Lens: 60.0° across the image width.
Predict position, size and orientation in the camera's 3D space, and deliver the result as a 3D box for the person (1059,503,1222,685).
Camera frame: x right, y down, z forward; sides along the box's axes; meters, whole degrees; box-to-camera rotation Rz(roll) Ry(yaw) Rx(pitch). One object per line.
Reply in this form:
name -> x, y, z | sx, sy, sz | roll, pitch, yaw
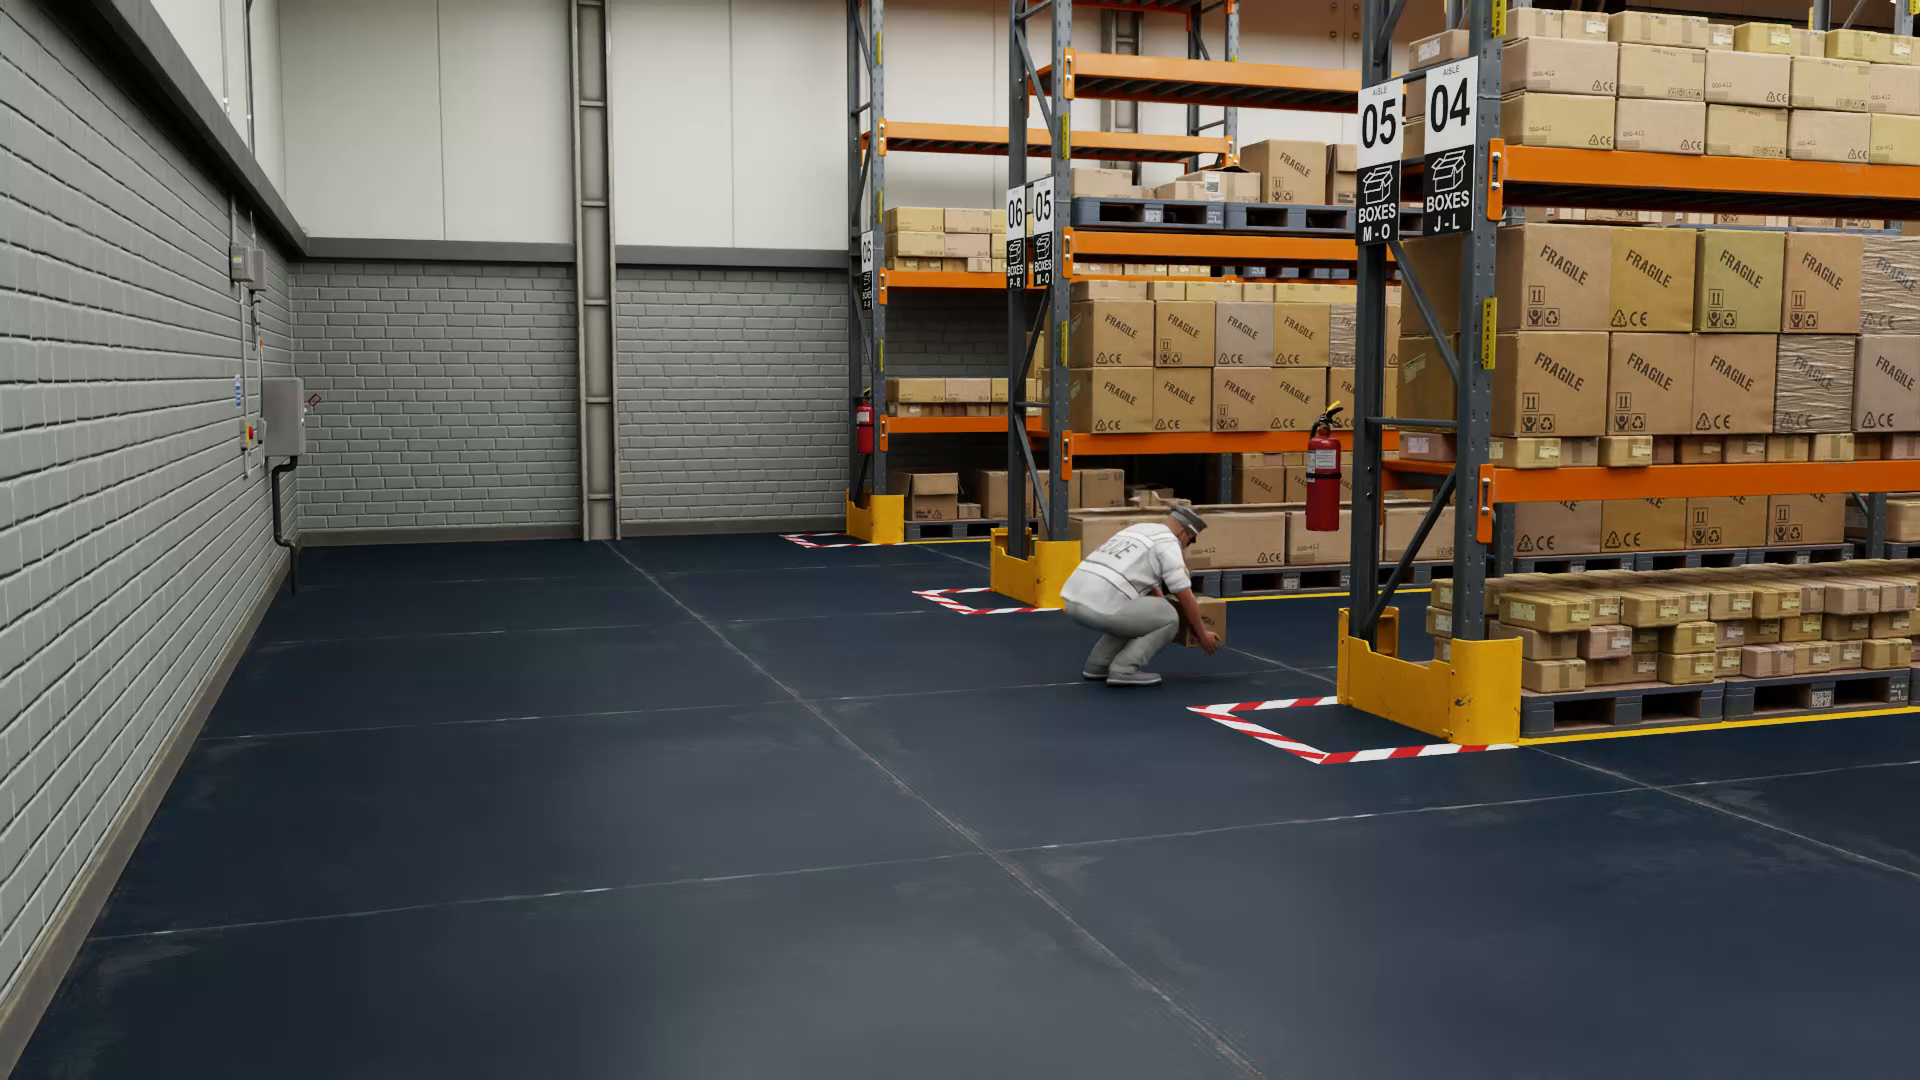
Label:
person -> 1.016, 0.306, 9.512 | 0.910, 1.009, 0.557 | -2, 6, -19
